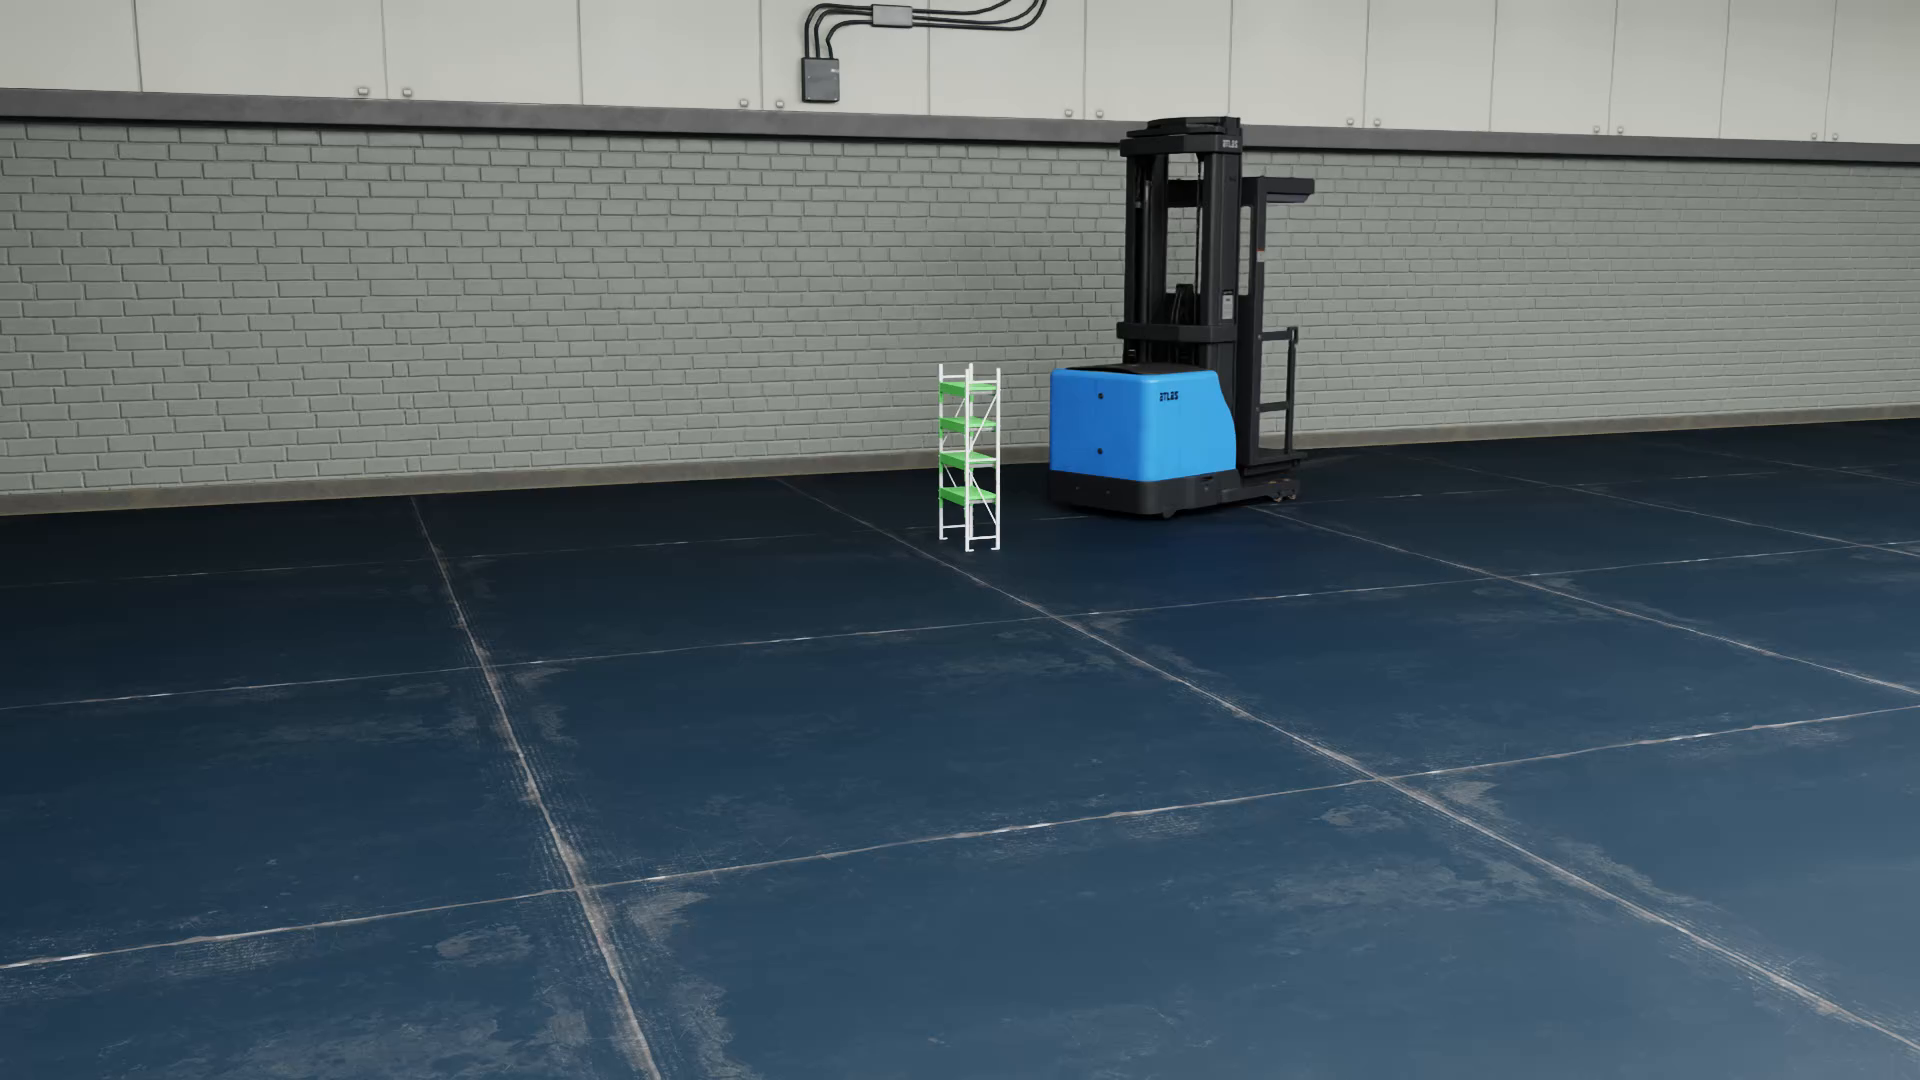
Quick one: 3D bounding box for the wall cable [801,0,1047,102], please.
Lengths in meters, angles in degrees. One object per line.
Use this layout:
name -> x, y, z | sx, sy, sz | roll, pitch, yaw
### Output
wall cable -> -0.245, -6.749, 13.955 | 2.305, 6.003, 0.169 | -4, 11, -21

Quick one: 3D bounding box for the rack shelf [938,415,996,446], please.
rack shelf -> 0.060, -0.737, 11.132 | 0.258, 0.148, 0.480 | -4, 11, -21

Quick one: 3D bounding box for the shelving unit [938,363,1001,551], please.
shelving unit -> 0.060, -0.564, 11.163 | 0.258, 1.200, 0.503 | -4, 11, -21

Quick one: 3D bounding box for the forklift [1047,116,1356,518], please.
forklift -> 2.069, -1.798, 13.160 | 3.031, 2.935, 1.130 | -10, 14, -44

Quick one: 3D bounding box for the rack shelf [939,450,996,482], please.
rack shelf -> 0.060, -0.501, 11.174 | 0.258, 0.148, 0.480 | -4, 11, -21

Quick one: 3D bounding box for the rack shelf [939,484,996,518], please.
rack shelf -> 0.060, -0.265, 11.216 | 0.258, 0.148, 0.480 | -4, 11, -21

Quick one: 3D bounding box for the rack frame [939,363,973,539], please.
rack frame -> -0.028, -0.604, 11.387 | 0.240, 1.200, 0.015 | -4, 11, -21

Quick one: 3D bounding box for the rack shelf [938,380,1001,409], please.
rack shelf -> 0.060, -0.973, 11.090 | 0.258, 0.148, 0.480 | -4, 11, -21

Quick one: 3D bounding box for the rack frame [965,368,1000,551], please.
rack frame -> 0.148, -0.524, 10.939 | 0.240, 1.200, 0.015 | -4, 11, -21
